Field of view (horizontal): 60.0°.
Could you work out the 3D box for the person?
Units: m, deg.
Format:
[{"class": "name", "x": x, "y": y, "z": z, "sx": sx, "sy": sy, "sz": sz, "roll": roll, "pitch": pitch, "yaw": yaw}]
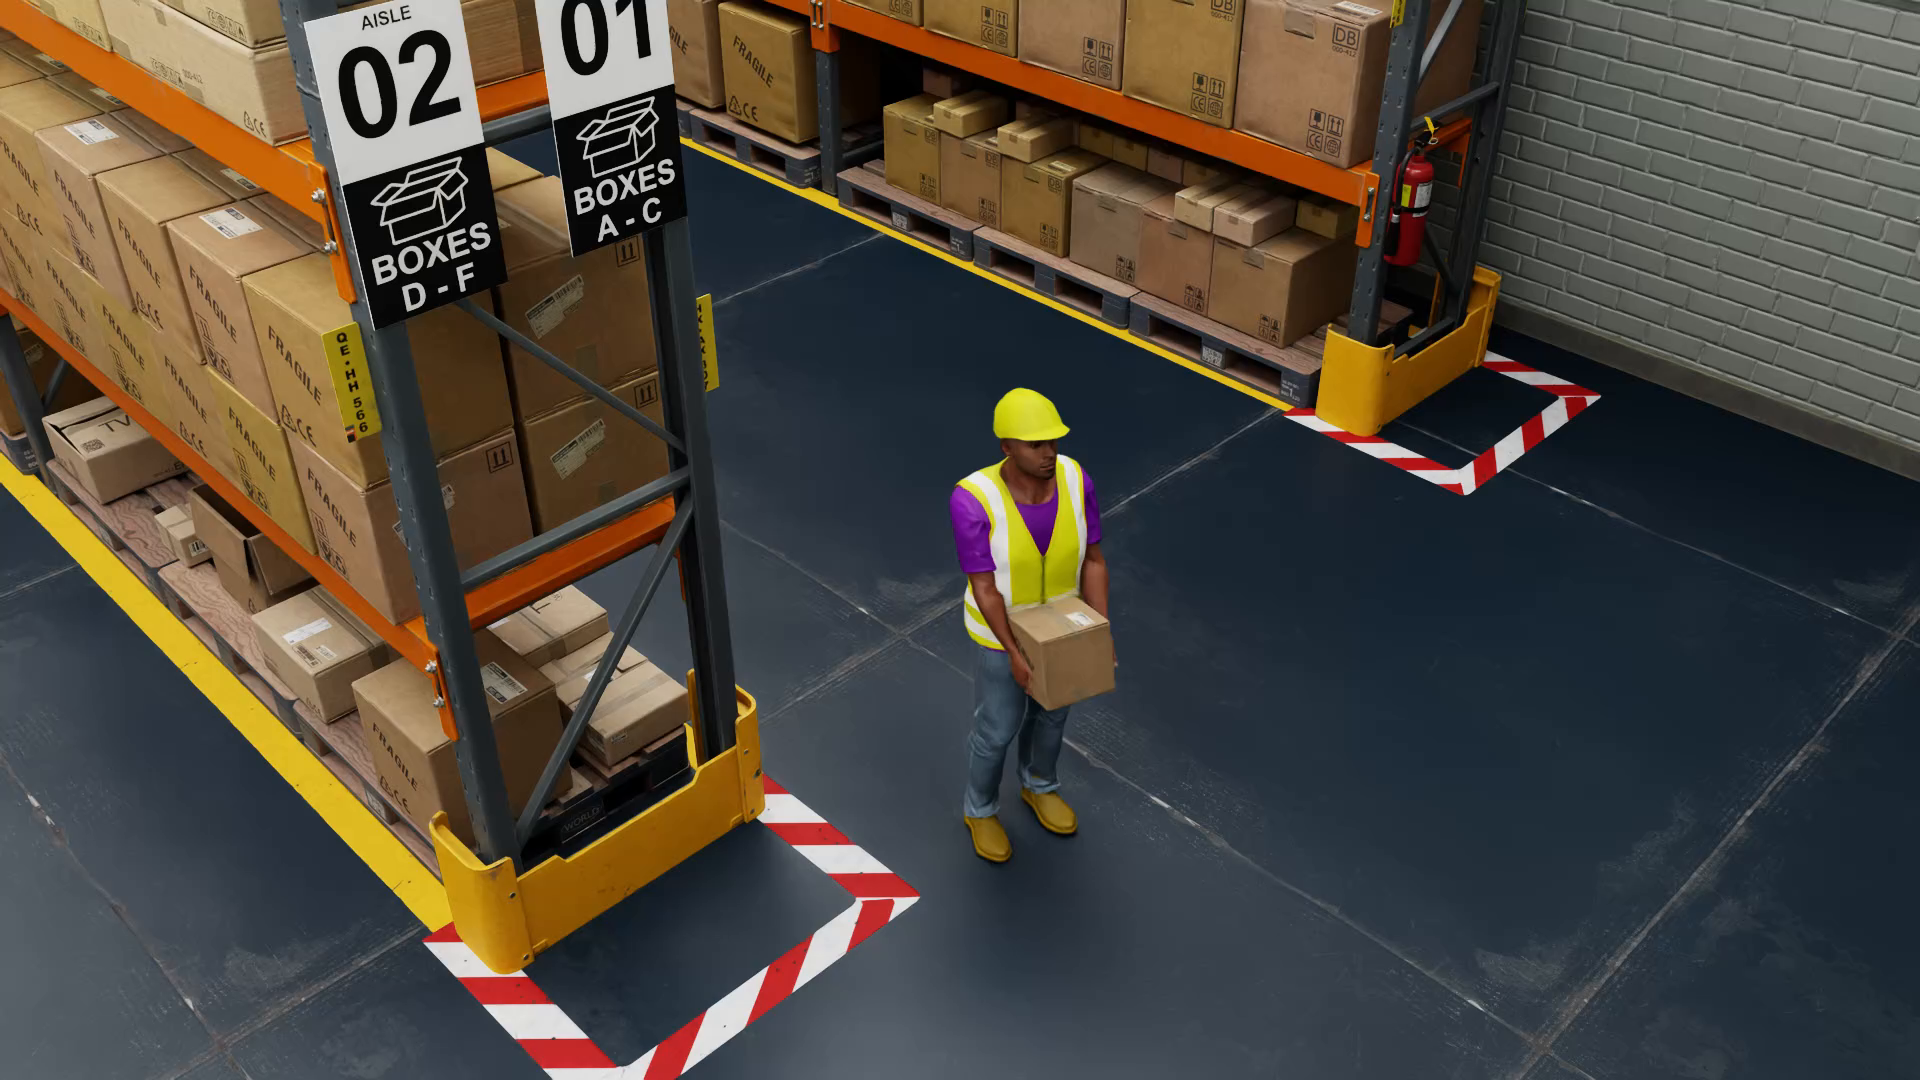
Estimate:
[{"class": "person", "x": 0.272, "y": 0.341, "z": 5.640, "sx": 0.516, "sy": 1.770, "sz": 0.571, "roll": -15, "pitch": 38, "yaw": -20}]
